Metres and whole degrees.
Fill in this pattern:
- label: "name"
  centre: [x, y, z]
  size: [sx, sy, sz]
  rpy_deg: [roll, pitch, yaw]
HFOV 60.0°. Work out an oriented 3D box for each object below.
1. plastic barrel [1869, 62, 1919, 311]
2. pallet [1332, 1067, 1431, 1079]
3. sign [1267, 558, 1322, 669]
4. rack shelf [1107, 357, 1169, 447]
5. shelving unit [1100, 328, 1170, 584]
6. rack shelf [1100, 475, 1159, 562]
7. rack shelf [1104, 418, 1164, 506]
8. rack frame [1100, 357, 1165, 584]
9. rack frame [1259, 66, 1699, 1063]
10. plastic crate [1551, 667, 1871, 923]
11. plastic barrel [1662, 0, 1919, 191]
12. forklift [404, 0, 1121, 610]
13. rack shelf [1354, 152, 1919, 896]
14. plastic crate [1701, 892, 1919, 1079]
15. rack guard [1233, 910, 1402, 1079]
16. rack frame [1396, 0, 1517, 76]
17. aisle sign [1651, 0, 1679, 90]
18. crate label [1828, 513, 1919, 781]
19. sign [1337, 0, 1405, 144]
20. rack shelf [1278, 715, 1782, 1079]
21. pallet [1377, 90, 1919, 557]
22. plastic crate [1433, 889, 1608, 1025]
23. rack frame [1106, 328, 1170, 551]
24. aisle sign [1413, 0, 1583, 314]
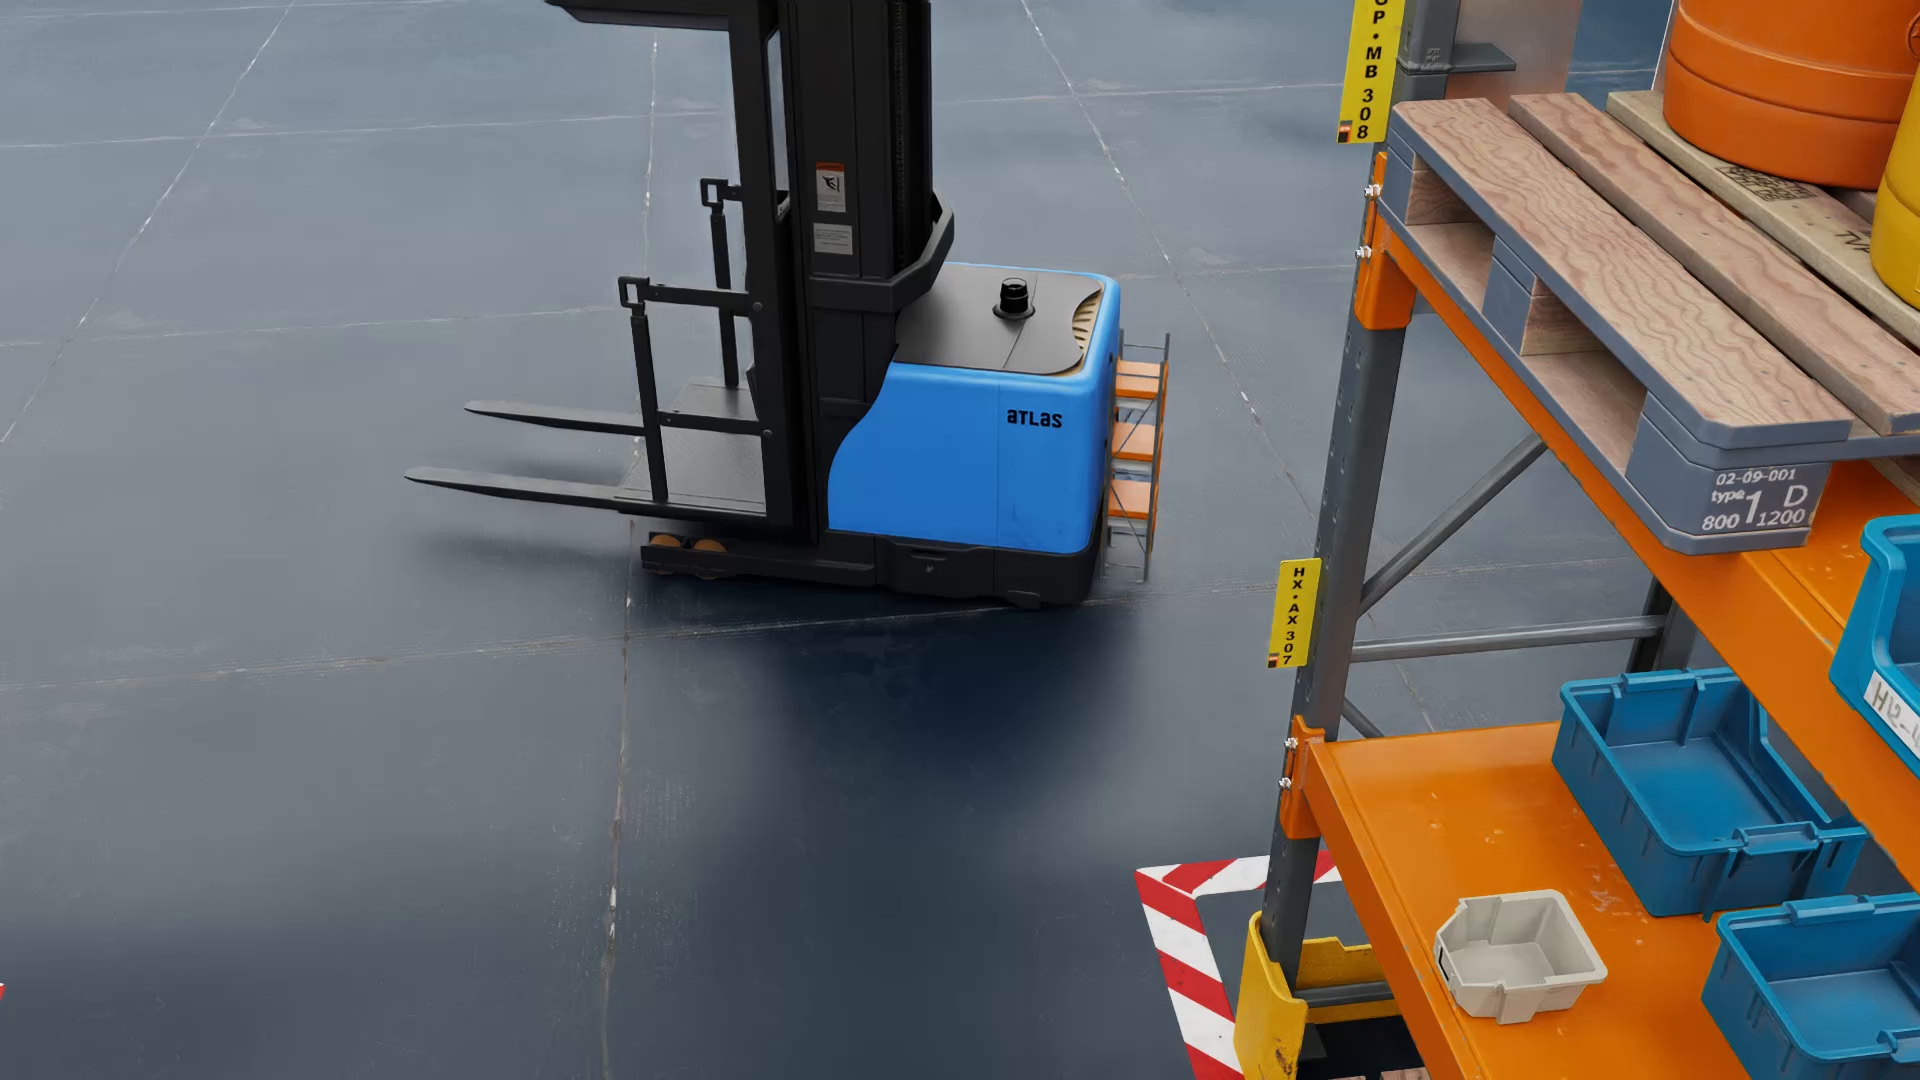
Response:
- label: "plastic barrel"
  centre: [1.642, -0.607, 2.273]
  size: [0.600, 0.588, 0.600]
  rpy_deg: [0, 34, 0]
- label: "pallet"
  centre: [1.524, 1.902, 4.271]
  size: [1.003, 0.211, 1.213]
  rpy_deg: [-4, 35, -6]
- label: "sign"
  centre: [0.818, 0.182, 4.073]
  size: [0.100, 0.325, 0.005]
  rpy_deg: [-4, 35, -6]
- label: "rack shelf"
  centre: [0.712, -0.555, 6.647]
  size: [0.215, 0.259, 0.240]
  rpy_deg: [6, 35, 9]
- label: "shelving unit"
  centre: [0.712, -0.329, 6.801]
  size: [0.215, 1.050, 0.252]
  rpy_deg: [6, 35, 9]
- label: "rack shelf"
  centre: [0.711, -0.091, 6.963]
  size: [0.215, 0.259, 0.240]
  rpy_deg: [6, 35, 9]
- label: "rack shelf"
  centre: [0.711, -0.321, 6.807]
  size: [0.215, 0.259, 0.240]
  rpy_deg: [6, 35, 9]
- label: "rack frame"
  centre: [0.689, -0.262, 6.702]
  size: [0.200, 1.050, 0.008]
  rpy_deg: [6, 35, 9]
- label: "rack frame"
  centre: [1.363, 0.258, 4.209]
  size: [1.000, 3.000, 0.127]
  rpy_deg: [-4, 35, -6]
- label: "plastic crate"
  centre: [1.727, 0.576, 3.874]
  size: [0.499, 0.251, 0.616]
  rpy_deg: [-4, 35, -6]
- label: "plastic barrel"
  centre: [1.555, -1.071, 2.741]
  size: [0.600, 0.830, 0.708]
  rpy_deg: [-4, 35, -6]
- label: "forklift"
  centre: [-0.882, -1.329, 6.598]
  size: [3.031, 2.935, 1.130]
  rpy_deg: [6, 35, 9]
- label: "rack shelf"
  centre: [1.632, 0.431, 1.929]
  size: [1.077, 0.370, 4.000]
  rpy_deg: [-4, 35, -6]
- label: "plastic crate"
  centre: [1.809, 0.938, 3.341]
  size: [0.499, 0.251, 0.408]
  rpy_deg: [-4, 35, -6]
- label: "rack guard"
  centre: [1.420, 1.329, 4.855]
  size: [1.175, 0.500, 0.348]
  rpy_deg: [-4, 35, -6]
- label: "rack frame"
  centre: [1.363, -2.222, 2.519]
  size: [1.000, 3.000, 0.127]
  rpy_deg: [-4, 35, -6]
- label: "aisle sign"
  centre: [1.648, -0.879, 3.568]
  size: [0.394, 0.787, 0.004]
  rpy_deg: [-4, 35, -6]
- label: "crate label"
  centre: [1.288, 0.149, 1.836]
  size: [0.502, 0.251, 0.408]
  rpy_deg: [-4, 35, -6]
- label: "sign"
  centre: [0.818, -0.946, 3.304]
  size: [0.100, 0.325, 0.005]
  rpy_deg: [-4, 35, -6]
- label: "rack shelf"
  centre: [1.632, 1.671, 2.773]
  size: [1.077, 0.370, 4.000]
  rpy_deg: [-4, 35, -6]
- label: "pallet"
  centre: [1.378, -0.435, 2.729]
  size: [1.003, 0.211, 1.213]
  rpy_deg: [-4, 35, -6]
- label: "plastic crate"
  centre: [1.165, 0.890, 3.514]
  size: [0.298, 0.136, 0.250]
  rpy_deg: [-4, 35, -6]
- label: "rack frame"
  centre: [0.734, -0.397, 6.900]
  size: [0.200, 1.050, 0.008]
  rpy_deg: [6, 35, 9]
- label: "aisle sign"
  centre: [1.063, -0.835, 3.503]
  size: [0.394, 0.787, 0.004]
  rpy_deg: [-4, 35, -6]
